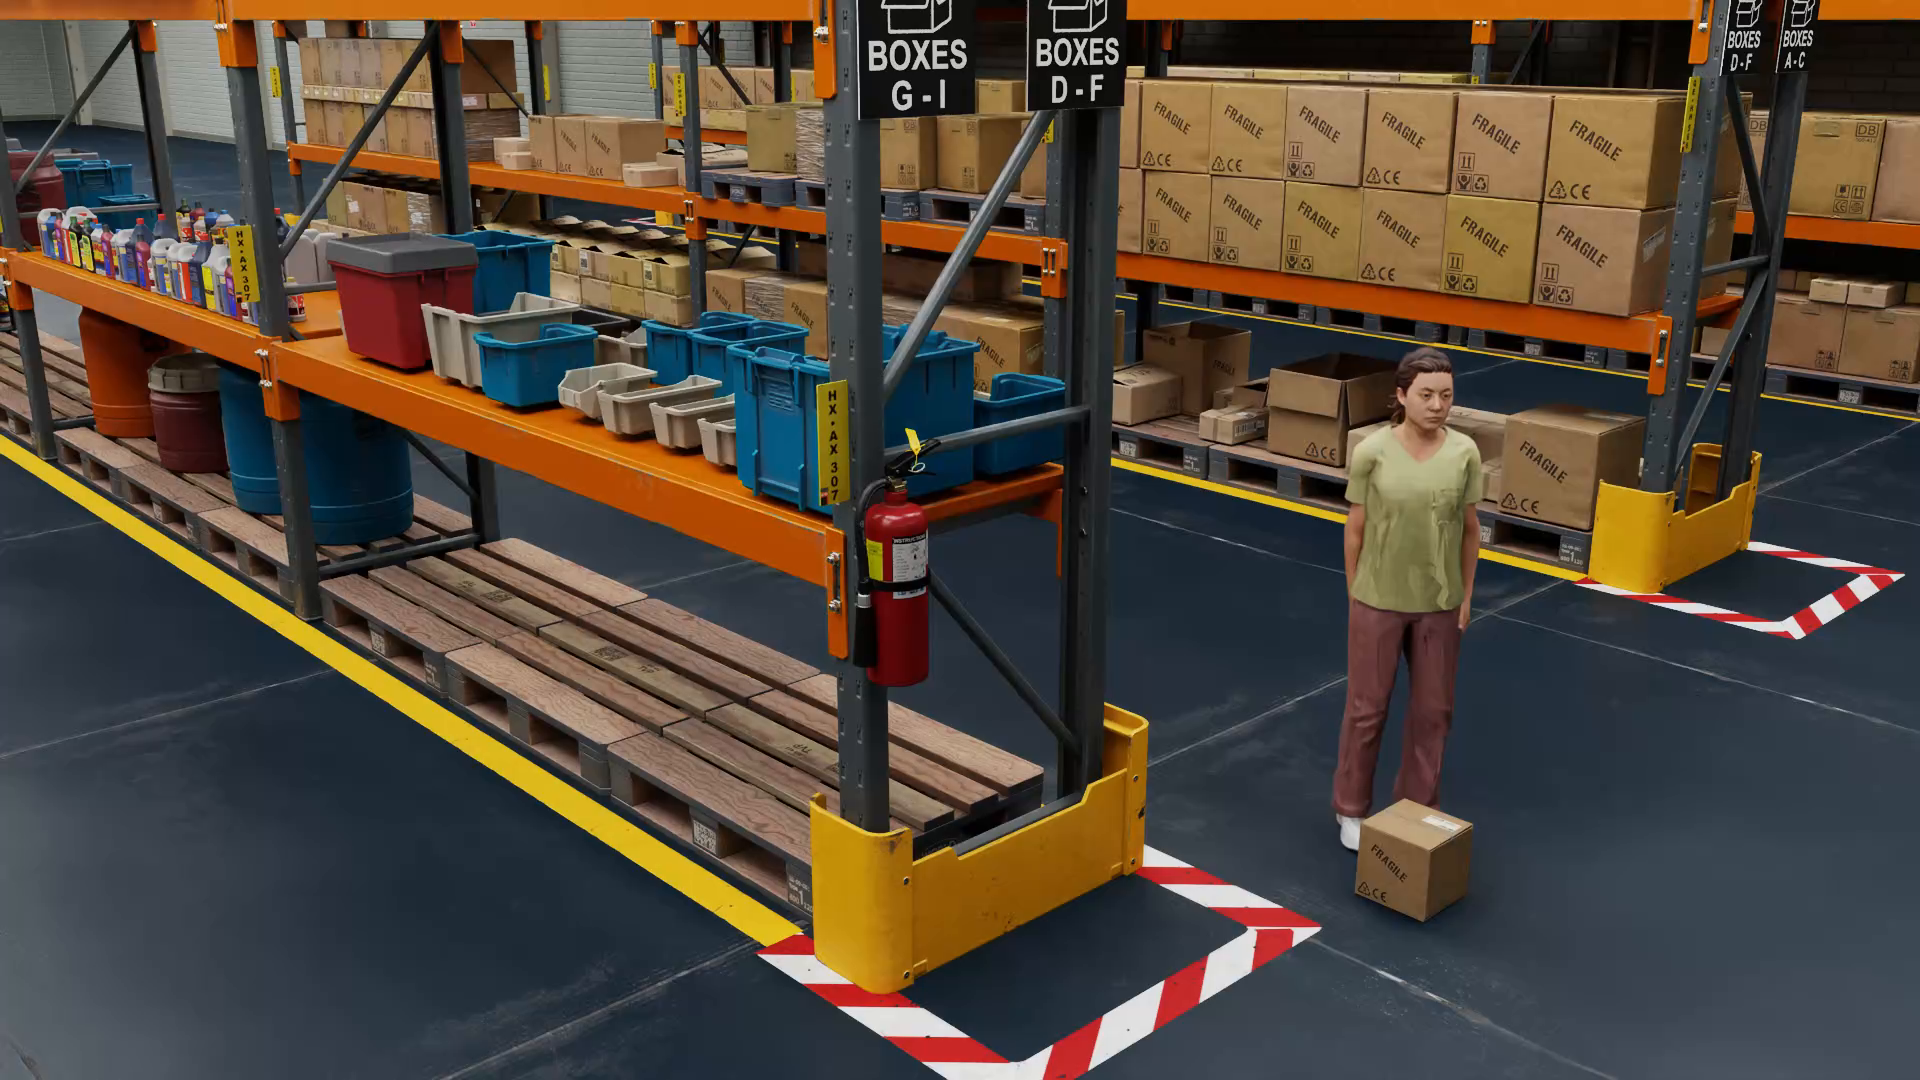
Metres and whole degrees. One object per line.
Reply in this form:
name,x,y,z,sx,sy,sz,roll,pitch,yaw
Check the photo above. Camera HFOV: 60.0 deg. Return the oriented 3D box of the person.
person,1.459,0.203,5.421,0.440,1.675,0.362,1,17,3
